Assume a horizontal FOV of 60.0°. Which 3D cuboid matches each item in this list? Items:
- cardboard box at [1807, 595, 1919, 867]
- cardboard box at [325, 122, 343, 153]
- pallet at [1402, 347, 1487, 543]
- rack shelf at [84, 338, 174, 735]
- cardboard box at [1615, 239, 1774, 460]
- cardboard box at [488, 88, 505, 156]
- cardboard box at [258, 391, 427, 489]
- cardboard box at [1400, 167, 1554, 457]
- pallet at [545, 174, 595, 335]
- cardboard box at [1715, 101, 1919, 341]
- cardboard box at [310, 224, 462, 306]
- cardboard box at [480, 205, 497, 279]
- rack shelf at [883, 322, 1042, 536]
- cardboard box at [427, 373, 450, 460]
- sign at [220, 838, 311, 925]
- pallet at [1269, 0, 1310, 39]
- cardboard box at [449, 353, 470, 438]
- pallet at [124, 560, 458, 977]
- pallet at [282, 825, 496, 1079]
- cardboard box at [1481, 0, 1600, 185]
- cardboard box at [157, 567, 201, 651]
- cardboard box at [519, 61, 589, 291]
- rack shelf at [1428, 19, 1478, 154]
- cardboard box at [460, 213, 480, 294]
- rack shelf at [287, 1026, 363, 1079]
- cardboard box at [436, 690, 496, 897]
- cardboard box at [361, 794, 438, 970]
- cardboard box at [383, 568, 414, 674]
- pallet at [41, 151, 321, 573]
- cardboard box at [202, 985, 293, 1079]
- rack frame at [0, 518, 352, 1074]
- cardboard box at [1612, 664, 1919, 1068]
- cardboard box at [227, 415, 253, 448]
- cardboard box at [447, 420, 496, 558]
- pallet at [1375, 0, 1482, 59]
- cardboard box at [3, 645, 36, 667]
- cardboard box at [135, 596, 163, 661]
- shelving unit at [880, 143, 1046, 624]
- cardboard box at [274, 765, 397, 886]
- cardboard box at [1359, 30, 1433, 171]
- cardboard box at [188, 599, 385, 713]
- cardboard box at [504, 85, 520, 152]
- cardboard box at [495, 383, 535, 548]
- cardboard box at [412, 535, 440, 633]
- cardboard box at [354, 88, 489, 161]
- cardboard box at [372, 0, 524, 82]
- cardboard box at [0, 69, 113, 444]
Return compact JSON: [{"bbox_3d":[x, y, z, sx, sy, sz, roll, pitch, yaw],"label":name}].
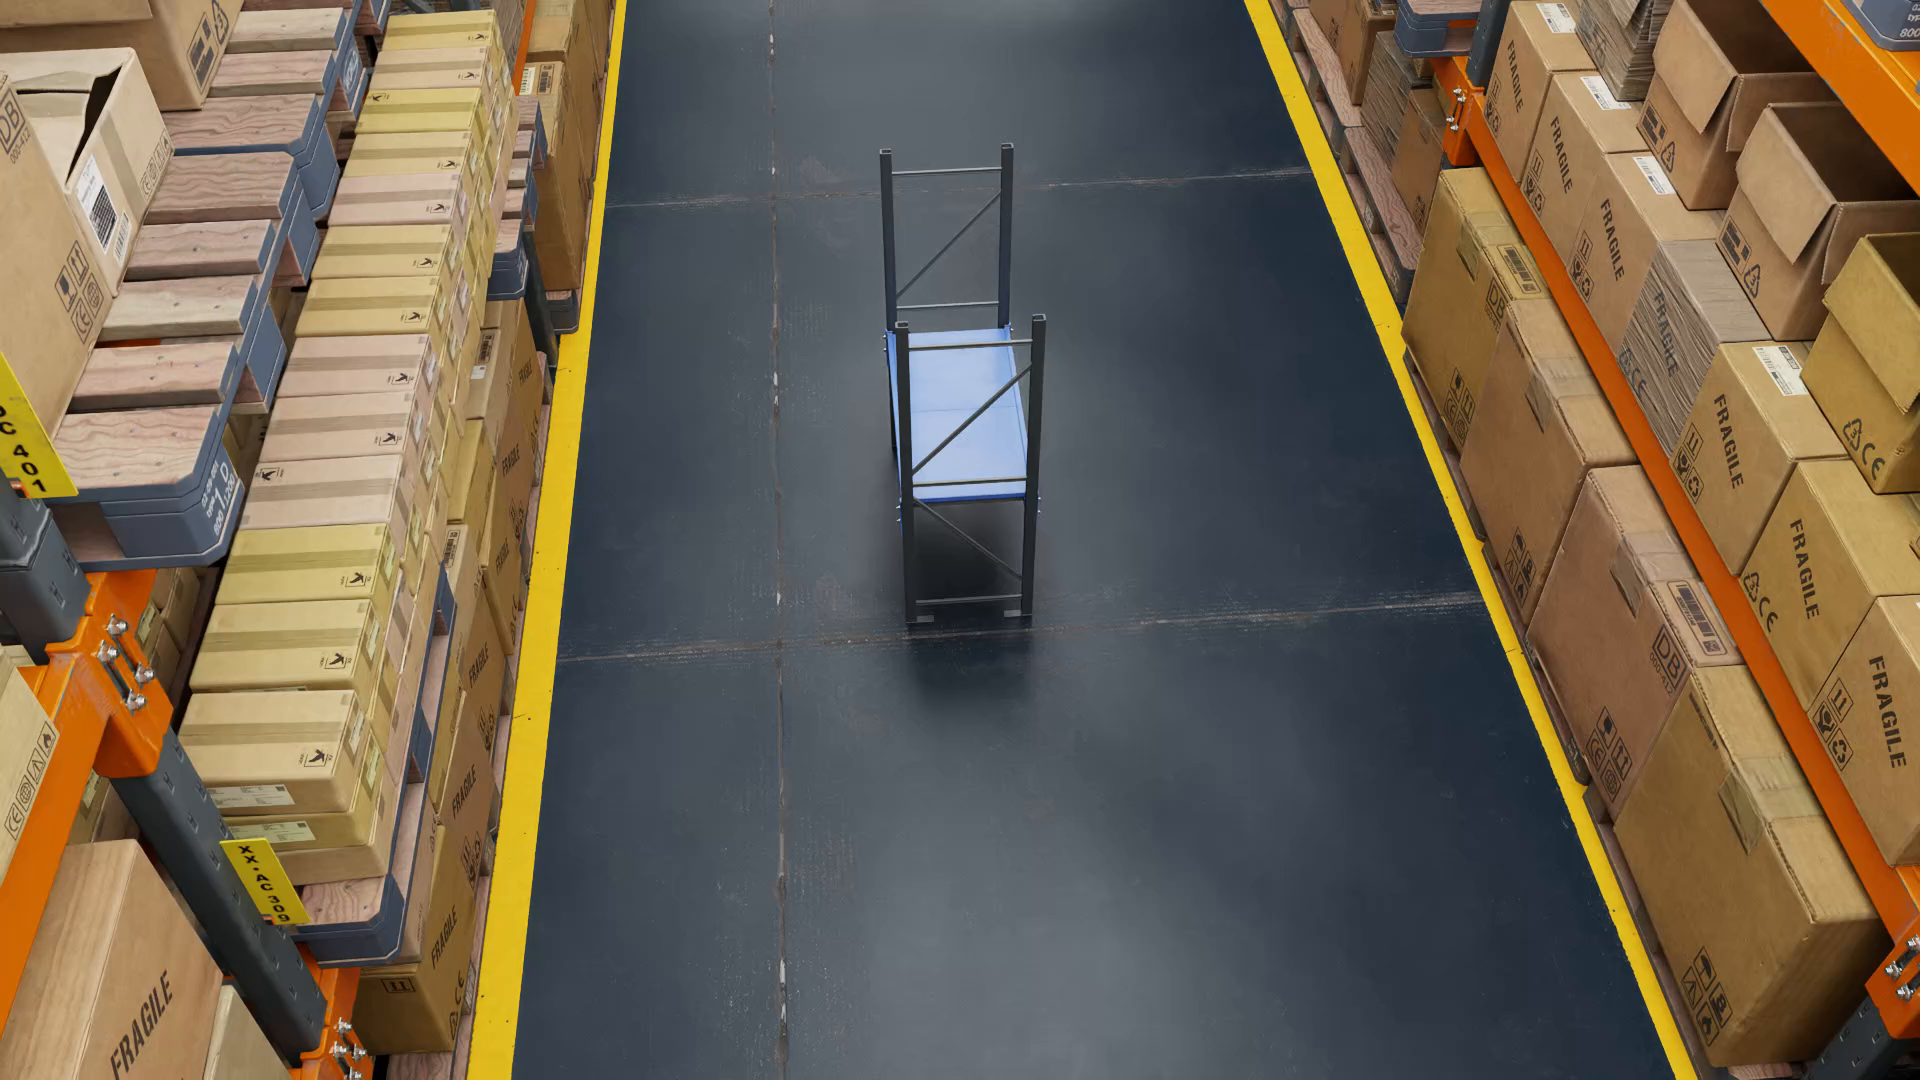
[{"bbox_3d":[2.623,0.481,4.296,0.500,0.500,0.500,-3,47,-3],"label":"cardboard box"},{"bbox_3d":[-2.515,-1.551,6.173,0.380,0.149,0.250,-4,47,-4],"label":"cardboard box"},{"bbox_3d":[2.591,-0.523,7.236,1.003,0.211,1.213,-3,47,-3],"label":"pallet"},{"bbox_3d":[-2.184,-1.166,4.354,1.077,0.370,4.000,-3,47,-3],"label":"rack shelf"},{"bbox_3d":[2.501,-0.618,5.337,0.500,0.500,0.500,-3,47,-3],"label":"cardboard box"},{"bbox_3d":[-1.832,-1.466,5.888,0.380,0.149,0.250,-2,47,-2],"label":"cardboard box"},{"bbox_3d":[-1.680,-0.263,4.544,0.380,0.149,0.250,-4,47,-4],"label":"cardboard box"},{"bbox_3d":[2.637,-0.970,6.913,1.225,0.875,0.875,-5,47,-5],"label":"cardboard box"},{"bbox_3d":[-2.342,-1.445,8.109,1.003,0.211,1.213,-3,47,-3],"label":"pallet"},{"bbox_3d":[2.759,-0.950,4.960,0.797,0.503,0.637,-2,47,-2],"label":"cardboard box"},{"bbox_3d":[-1.747,-0.829,5.079,0.380,0.149,0.250,-1,47,-1],"label":"cardboard box"},{"bbox_3d":[-1.794,-1.011,5.662,0.380,0.149,0.250,-4,47,-4],"label":"cardboard box"},{"bbox_3d":[-0.007,-0.454,6.531,0.538,0.185,1.000,-3,47,-3],"label":"rack shelf"},{"bbox_3d":[-1.706,-0.357,4.837,0.380,0.149,0.250,-4,47,-4],"label":"cardboard box"},{"bbox_3d":[-1.476,0.729,3.534,0.100,0.325,0.005,-3,47,-3],"label":"sign"},{"bbox_3d":[2.331,-3.429,9.988,1.003,0.211,1.213,-3,47,-3],"label":"pallet"},{"bbox_3d":[-1.724,-0.432,5.114,0.380,0.149,0.250,-5,47,-5],"label":"cardboard box"},{"bbox_3d":[-1.936,0.570,4.413,1.003,0.211,1.213,-3,47,-3],"label":"pallet"},{"bbox_3d":[-2.083,1.461,5.357,1.003,0.211,1.213,-3,47,-3],"label":"pallet"},{"bbox_3d":[2.369,-1.723,6.384,0.500,0.500,0.500,-2,47,-2],"label":"cardboard box"},{"bbox_3d":[-2.309,0.182,4.532,0.380,0.149,0.250,-6,47,-5],"label":"cardboard box"},{"bbox_3d":[-2.313,-1.645,7.639,1.050,0.750,0.750,-4,47,-4],"label":"cardboard box"},{"bbox_3d":[2.432,-3.257,8.400,1.077,0.370,4.000,-3,47,-3],"label":"rack shelf"},{"bbox_3d":[-1.769,-0.915,5.366,0.380,0.149,0.250,-4,47,-4],"label":"cardboard box"},{"bbox_3d":[-1.849,2.760,2.702,1.077,0.370,4.000,-3,47,-3],"label":"rack shelf"},{"bbox_3d":[-1.860,0.847,5.451,0.500,0.500,0.500,-2,47,-1],"label":"cardboard box"},{"bbox_3d":[-1.815,0.972,4.816,0.500,0.250,0.500,-5,47,-5],"label":"cardboard box"},{"bbox_3d":[-1.637,0.218,4.293,0.380,0.149,0.250,-2,47,-2],"label":"cardboard box"},{"bbox_3d":[-1.962,-0.354,3.220,1.213,0.211,1.003,-3,47,-3],"label":"pallet"},{"bbox_3d":[-1.694,1.262,3.352,0.500,0.500,0.500,-3,47,-3],"label":"cardboard box"},{"bbox_3d":[-2.016,1.066,3.811,1.000,3.000,0.127,-3,47,-3],"label":"rack frame"},{"bbox_3d":[2.861,0.962,5.084,1.225,0.875,0.875,-3,47,-3],"label":"cardboard box"},{"bbox_3d":[-2.382,-0.403,5.086,0.380,0.149,0.250,-5,47,-5],"label":"cardboard box"},{"bbox_3d":[-1.953,-0.159,5.887,0.500,0.250,0.500,-2,47,-2],"label":"cardboard box"},{"bbox_3d":[2.434,-2.500,7.320,1.213,0.211,1.003,-3,47,-3],"label":"pallet"},{"bbox_3d":[-2.268,0.330,3.982,0.380,0.149,0.250,-5,47,-4],"label":"cardboard box"},{"bbox_3d":[-2.288,0.259,4.254,0.380,0.149,0.250,-2,47,-2],"label":"cardboard box"},{"bbox_3d":[-0.007,-0.577,6.400,0.538,1.500,1.048,-3,47,-3],"label":"shelving unit"},{"bbox_3d":[-1.591,0.695,4.047,0.380,0.149,0.250,-6,47,-5],"label":"cardboard box"},{"bbox_3d":[2.464,-2.233,8.354,0.700,0.500,0.500,-7,47,-7],"label":"cardboard box"},{"bbox_3d":[-1.621,0.289,4.021,0.380,0.149,0.250,-2,47,-2],"label":"cardboard box"},{"bbox_3d":[-1.852,-1.558,6.179,0.380,0.149,0.250,-3,47,-3],"label":"cardboard box"},{"bbox_3d":[-1.996,-0.277,6.516,0.500,0.500,0.500,-2,47,-2],"label":"cardboard box"},{"bbox_3d":[-1.657,0.131,4.580,0.380,0.149,0.250,-3,47,-3],"label":"cardboard box"},{"bbox_3d":[-1.813,-1.393,5.614,0.380,0.149,0.250,-2,47,-2],"label":"cardboard box"},{"bbox_3d":[-2.120,-2.204,6.839,0.500,0.500,0.500,-3,47,-3],"label":"cardboard box"},{"bbox_3d":[-1.939,-0.426,2.800,0.700,0.500,0.500,-3,47,-3],"label":"cardboard box"}]
